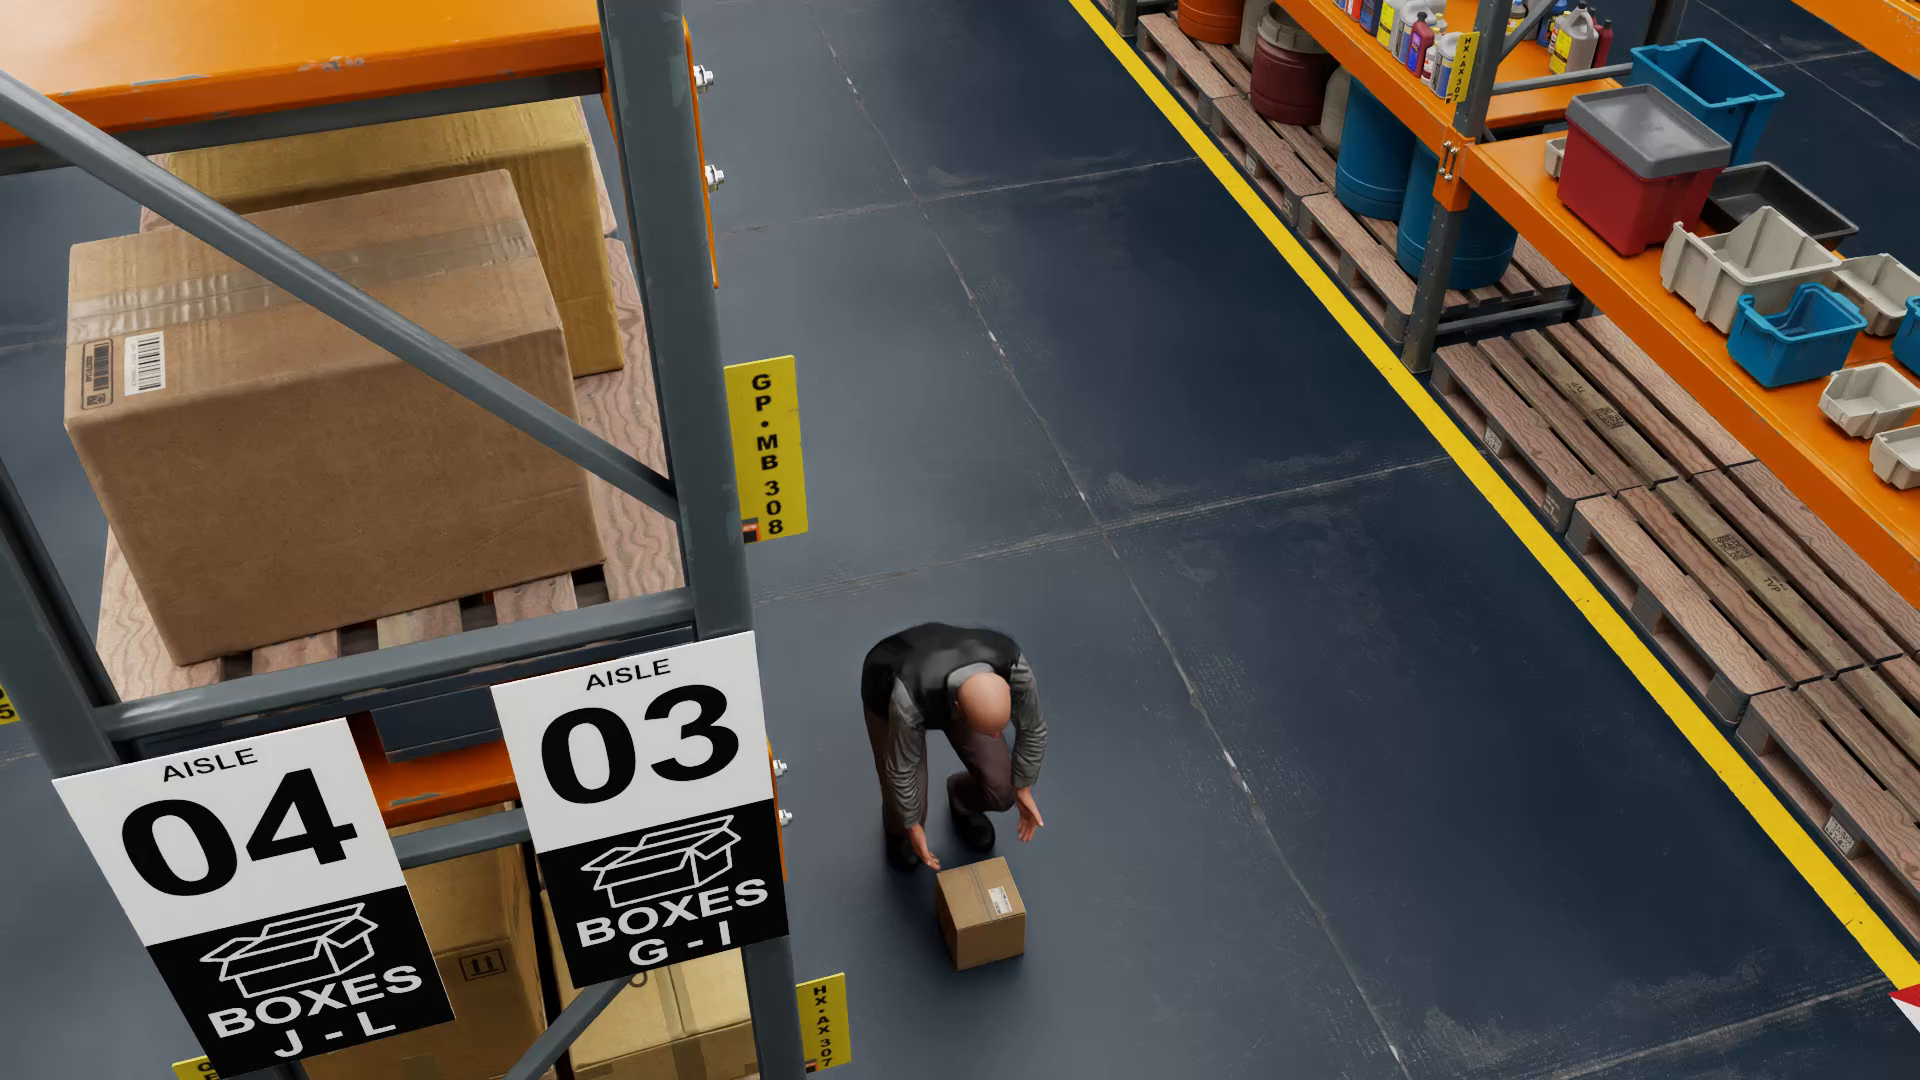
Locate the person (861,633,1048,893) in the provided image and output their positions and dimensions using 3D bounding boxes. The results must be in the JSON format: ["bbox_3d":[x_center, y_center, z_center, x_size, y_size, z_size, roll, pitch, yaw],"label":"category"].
[{"bbox_3d":[-0.020,0.733,5.823,0.564,1.111,0.831,-12,43,-13],"label":"person"}]
